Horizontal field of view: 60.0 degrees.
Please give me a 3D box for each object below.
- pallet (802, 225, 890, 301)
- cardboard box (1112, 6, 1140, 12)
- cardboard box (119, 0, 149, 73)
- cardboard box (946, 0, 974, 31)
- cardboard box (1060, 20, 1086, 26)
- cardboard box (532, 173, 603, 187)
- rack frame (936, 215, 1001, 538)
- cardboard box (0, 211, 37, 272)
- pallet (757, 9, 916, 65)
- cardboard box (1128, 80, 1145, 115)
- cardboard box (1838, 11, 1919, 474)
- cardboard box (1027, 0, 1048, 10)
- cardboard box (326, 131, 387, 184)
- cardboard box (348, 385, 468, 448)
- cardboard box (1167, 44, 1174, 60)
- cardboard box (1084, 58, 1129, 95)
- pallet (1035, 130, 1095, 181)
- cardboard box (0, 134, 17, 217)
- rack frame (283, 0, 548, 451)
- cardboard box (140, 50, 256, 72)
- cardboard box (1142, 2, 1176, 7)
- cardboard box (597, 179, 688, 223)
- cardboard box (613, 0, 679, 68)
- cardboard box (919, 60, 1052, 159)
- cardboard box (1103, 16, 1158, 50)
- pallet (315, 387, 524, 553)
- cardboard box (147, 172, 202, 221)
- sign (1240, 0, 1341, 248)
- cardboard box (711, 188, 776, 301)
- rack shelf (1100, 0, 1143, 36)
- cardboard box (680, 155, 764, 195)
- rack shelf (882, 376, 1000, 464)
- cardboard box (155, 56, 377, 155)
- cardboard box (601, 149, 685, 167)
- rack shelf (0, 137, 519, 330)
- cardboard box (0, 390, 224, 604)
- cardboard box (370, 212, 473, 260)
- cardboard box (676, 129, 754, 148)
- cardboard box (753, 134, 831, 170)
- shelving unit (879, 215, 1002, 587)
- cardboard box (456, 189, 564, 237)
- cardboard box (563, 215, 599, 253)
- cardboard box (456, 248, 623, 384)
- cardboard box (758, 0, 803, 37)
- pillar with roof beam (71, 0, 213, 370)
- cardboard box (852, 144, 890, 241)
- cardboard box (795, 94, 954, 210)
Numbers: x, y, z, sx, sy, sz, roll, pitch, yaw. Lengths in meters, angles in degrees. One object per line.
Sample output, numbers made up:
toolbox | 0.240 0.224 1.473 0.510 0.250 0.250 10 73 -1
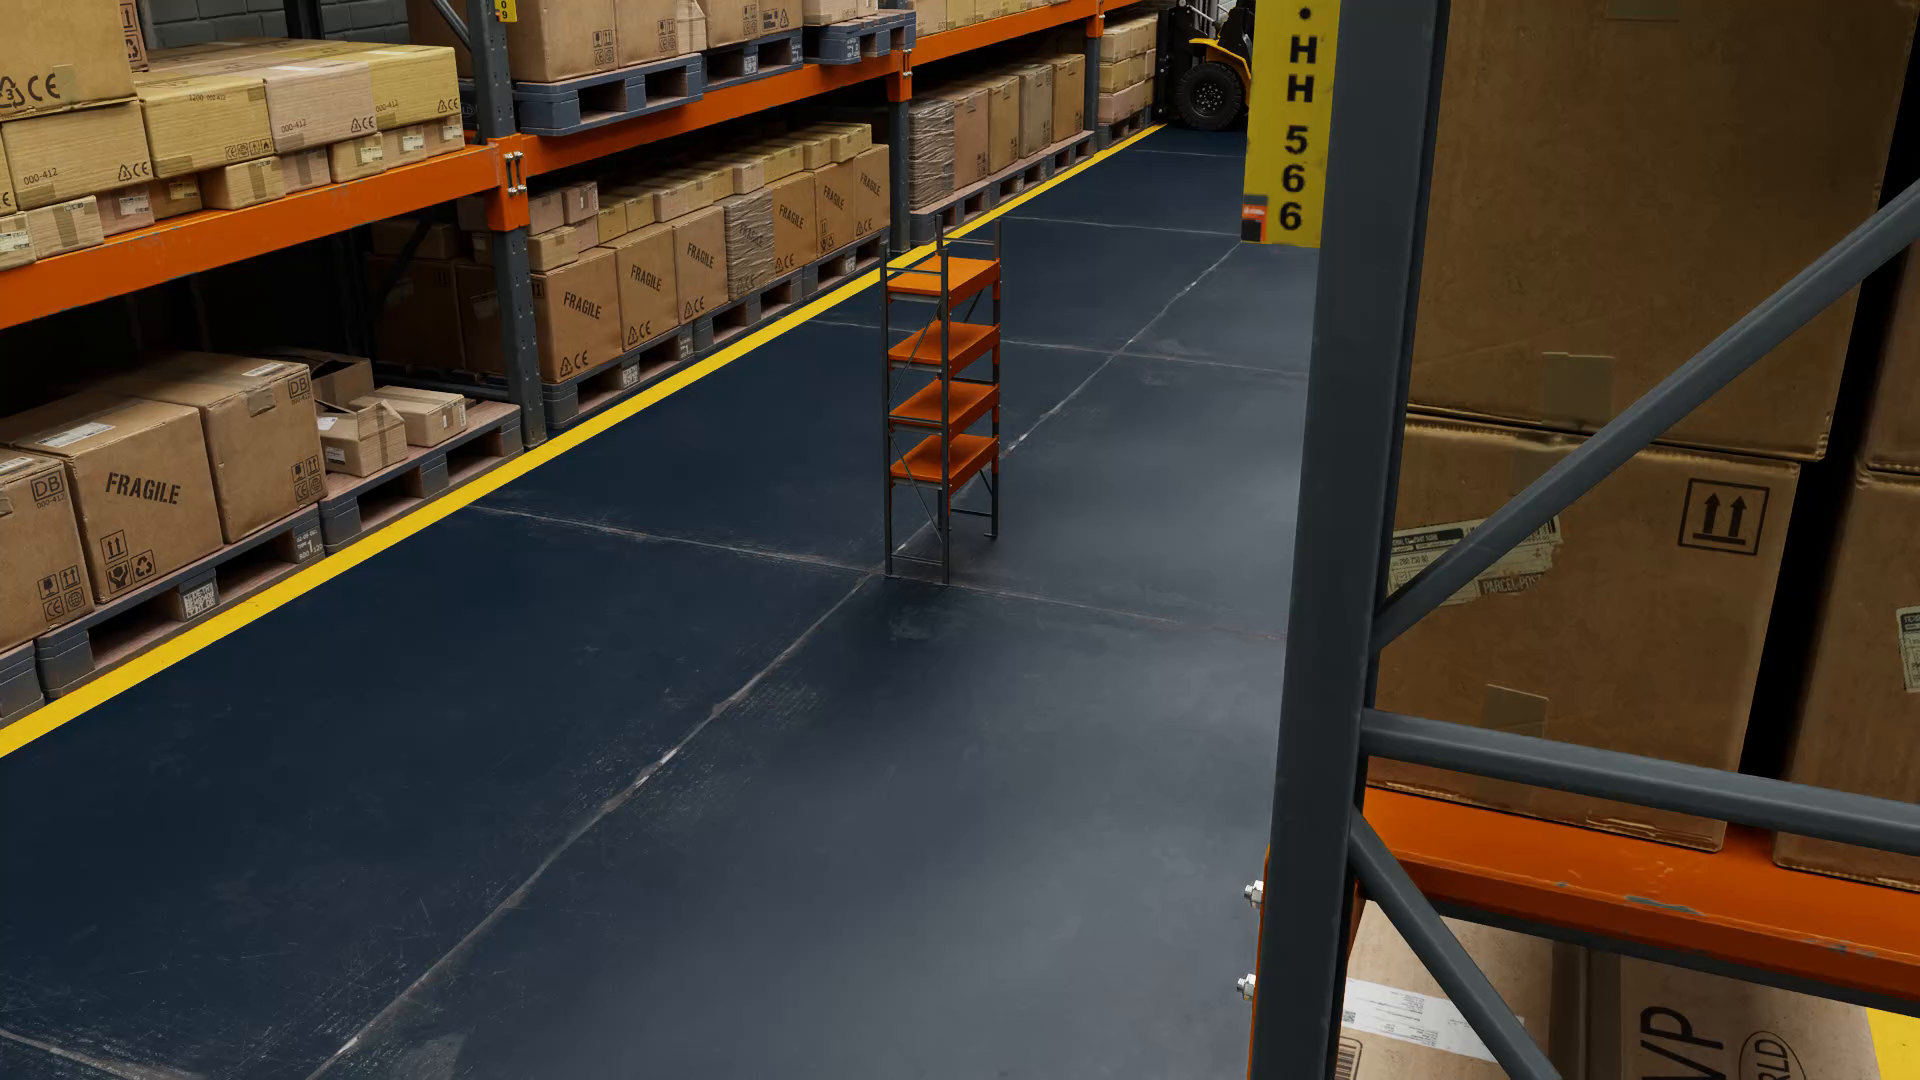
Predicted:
pallet | -1.118 -1.746 10.157 1.003 0.211 1.213 9 24 20
cardboard box | 1.434 -5.042 16.156 0.500 0.250 0.500 9 24 20
cardboard box | -3.092 -1.783 5.462 0.500 0.500 0.500 8 24 19
cardboard box | -0.222 -3.529 11.001 0.500 0.250 0.500 8 24 19
cardboard box | 0.858 -4.500 14.857 0.500 0.250 0.500 8 24 19
cardboard box | -2.024 -1.746 8.394 0.380 0.149 0.250 9 24 22
rack frame | 0.029 -0.582 6.086 0.240 1.200 0.015 9 24 20
cardboard box | -2.876 -0.848 4.715 0.380 0.149 0.250 8 24 19
pallet | -0.992 -2.954 9.679 1.213 0.211 1.003 9 24 20
cardboard box | 1.342 -3.961 14.864 0.500 0.250 0.500 8 24 19
cardboard box | 1.275 -0.361 1.796 0.500 0.500 0.500 8 24 19
cardboard box | 0.341 -4.085 12.333 0.500 0.250 0.500 9 24 20
cardboard box | -2.326 -1.405 6.047 0.380 0.149 0.250 9 24 21
cardboard box | -2.226 -0.500 6.710 0.380 0.149 0.250 8 24 18
cardboard box | 1.718 -4.550 15.626 0.500 0.250 0.500 9 24 20
cardboard box | 1.146 -4.011 14.335 0.500 0.250 0.500 9 24 20
pallet | 0.443 -3.170 13.566 1.003 0.211 1.213 9 24 20
cardboard box | -2.986 -0.986 4.528 0.500 0.250 0.500 8 24 19
rack frame | -2.291 -1.864 6.820 1.000 3.000 0.127 9 24 20
cardboard box | -2.906 -1.613 6.027 0.500 0.250 0.500 9 24 20
cardboard box | 2.100 -5.151 16.416 0.500 0.250 0.500 9 24 21
cardboard box | -1.579 -1.681 8.240 0.380 0.149 0.250 9 24 20
cardboard box | -1.712 -2.430 7.501 0.700 0.500 0.500 9 24 21
cardboard box | 0.201 -3.359 12.937 0.875 0.625 0.625 9 24 20
cardboard box | 1.525 -4.602 15.101 0.500 0.250 0.500 10 25 22
pallet | -2.547 -0.331 6.769 1.003 0.211 1.213 9 24 20
cardboard box | -2.717 -1.143 5.420 0.380 0.149 0.250 9 24 21
sign | 0.334 -0.449 1.624 0.100 0.325 0.005 9 24 20
cardboard box | -1.326 -1.599 8.886 0.500 0.500 0.500 8 24 18
rack shelf | 1.423 -5.110 15.525 1.077 0.370 4.000 9 24 20
cardboard box | -1.272 -1.951 8.886 0.380 0.149 0.250 8 24 18
rack shelf | -0.061 -0.432 5.903 0.258 0.148 0.480 9 24 20
cardboard box | -2.426 -1.533 5.837 0.500 0.250 0.500 9 24 20
cardboard box | -1.719 -2.022 9.056 0.380 0.149 0.250 9 24 20
rack shelf | -3.034 -0.816 5.245 1.077 0.370 4.000 9 24 20
cardboard box | -2.819 -0.153 5.423 0.500 0.500 0.500 9 24 21
cardboard box | -2.422 -1.376 7.510 0.380 0.149 0.250 8 24 18
cardboard box | -1.430 -2.301 9.723 0.380 0.149 0.250 9 24 21
cardboard box | -0.965 -2.232 9.557 0.380 0.149 0.250 8 24 18
shelving unit | -0.061 -0.494 5.877 0.258 1.200 0.503 9 24 20
cardboard box | -1.967 -1.439 7.275 0.380 0.149 0.250 8 24 19
cardboard box | -1.880 -1.404 7.575 0.380 0.149 0.250 8 24 19
cardboard box | -1.903 -1.045 7.558 0.500 0.500 0.500 10 25 22
cardboard box | -1.240 -2.926 8.684 0.797 0.503 0.637 8 24 19
pillar with roof beam | 0.610 -3.895 3.900 9.100 9.000 0.400 9 24 20
cardboard box | -0.763 -2.153 10.211 0.500 0.500 0.500 10 24 22
cardboard box | -0.561 -2.614 11.153 0.875 0.625 0.625 10 25 22
